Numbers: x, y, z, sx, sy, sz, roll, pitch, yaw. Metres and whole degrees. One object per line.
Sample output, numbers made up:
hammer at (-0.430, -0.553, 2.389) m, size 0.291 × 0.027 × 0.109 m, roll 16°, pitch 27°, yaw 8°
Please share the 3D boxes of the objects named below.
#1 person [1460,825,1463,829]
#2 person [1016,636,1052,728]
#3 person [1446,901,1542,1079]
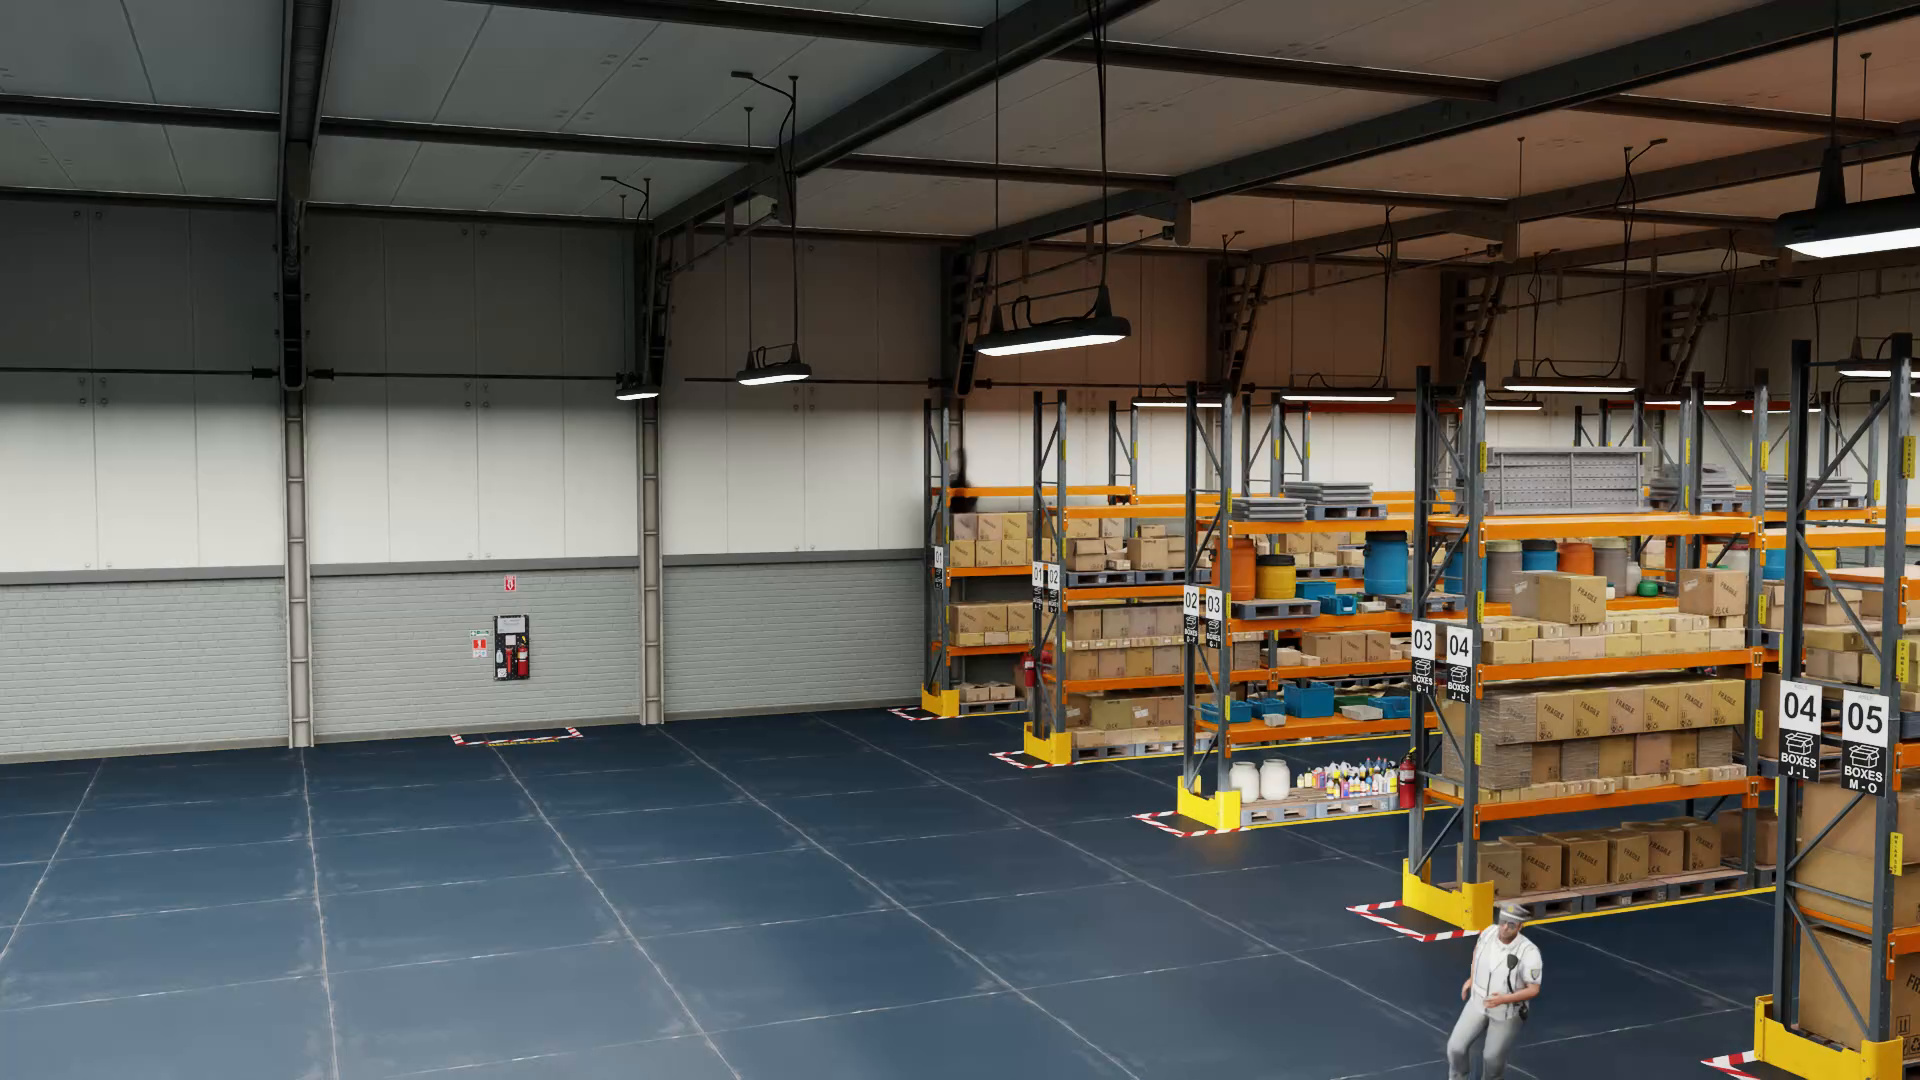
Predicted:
person at (6.892, 3.066, 22.163) m, size 0.576 × 1.599 × 0.610 m, roll -3°, pitch 4°, yaw -38°
person at (1.329, 2.584, 29.319) m, size 0.869 × 1.796 × 0.650 m, roll -3°, pitch 5°, yaw -43°
person at (4.023, 3.546, 12.685) m, size 0.836 × 1.687 × 0.765 m, roll 3°, pitch 5°, yaw 43°
